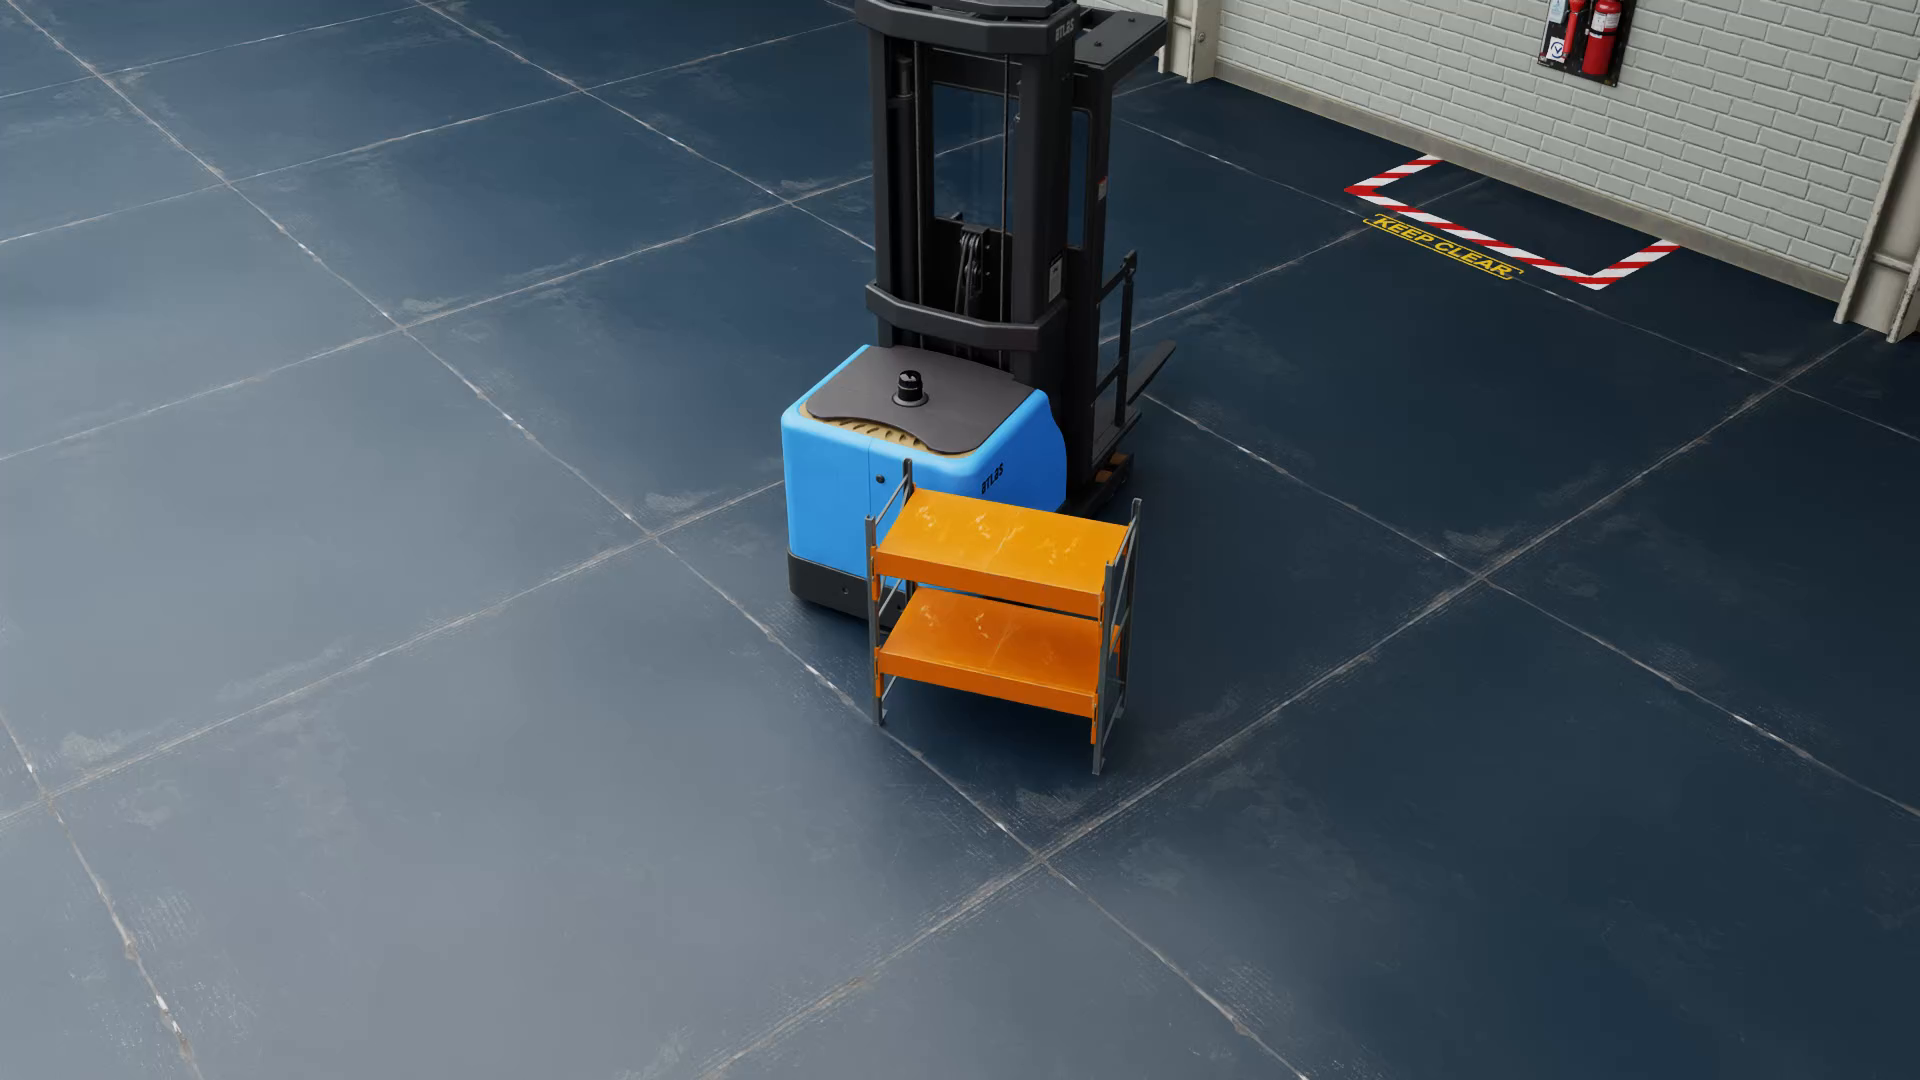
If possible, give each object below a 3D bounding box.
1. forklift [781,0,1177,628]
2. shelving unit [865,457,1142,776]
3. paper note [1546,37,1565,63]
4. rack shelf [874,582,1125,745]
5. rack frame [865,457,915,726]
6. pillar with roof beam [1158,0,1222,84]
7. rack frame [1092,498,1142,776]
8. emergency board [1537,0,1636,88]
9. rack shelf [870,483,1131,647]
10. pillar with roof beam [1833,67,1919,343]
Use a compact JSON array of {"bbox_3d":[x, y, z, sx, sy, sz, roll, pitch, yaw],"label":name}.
[{"bbox_3d":[0.294,-1.517,8.257,1.130,2.935,3.031,17,39,22],"label":"forklift"},{"bbox_3d":[0.184,0.331,7.211,1.048,1.125,0.538,11,37,15],"label":"shelving unit"},{"bbox_3d":[4.197,-3.444,11.681,0.016,0.148,0.142,-26,43,-32],"label":"paper note"},{"bbox_3d":[0.184,0.530,7.352,1.000,0.278,0.538,11,37,15],"label":"rack shelf"},{"bbox_3d":[-0.299,0.239,7.341,0.032,1.125,0.500,11,37,15],"label":"rack frame"},{"bbox_3d":[-1.336,-6.086,9.458,9.100,9.000,0.400,-26,43,-32],"label":"pillar with roof beam"},{"bbox_3d":[0.667,0.423,7.081,0.032,1.125,0.500,11,37,15],"label":"rack frame"},{"bbox_3d":[4.259,-3.699,11.279,0.194,1.169,0.643,-26,43,-32],"label":"emergency board"},{"bbox_3d":[0.184,0.092,7.042,1.000,0.278,0.538,11,37,15],"label":"rack shelf"},{"bbox_3d":[2.536,-3.437,5.718,9.100,9.000,0.400,-26,43,-32],"label":"pillar with roof beam"}]
